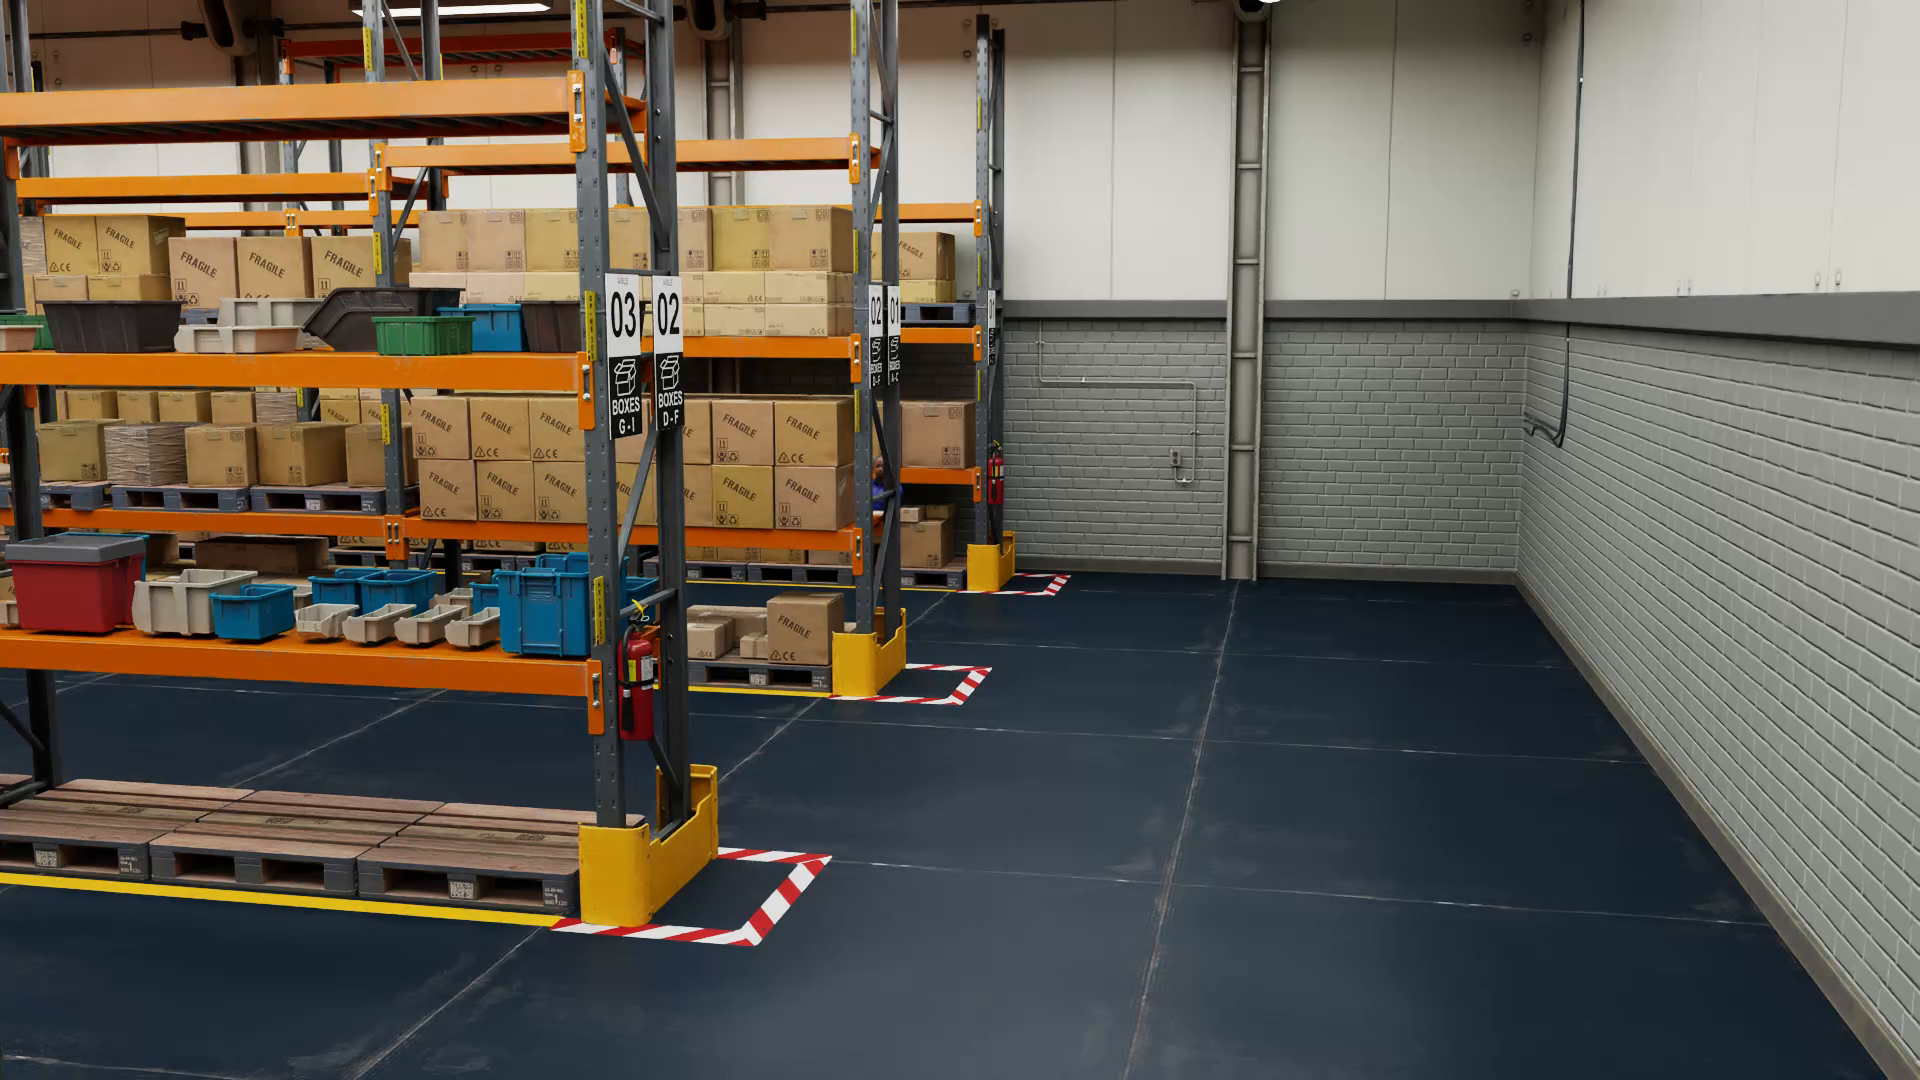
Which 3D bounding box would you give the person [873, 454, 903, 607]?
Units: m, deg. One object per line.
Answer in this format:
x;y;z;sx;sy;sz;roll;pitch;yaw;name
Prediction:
-0.783;0.025;15.700;0.450;1.647;0.517;2;8;12;person
